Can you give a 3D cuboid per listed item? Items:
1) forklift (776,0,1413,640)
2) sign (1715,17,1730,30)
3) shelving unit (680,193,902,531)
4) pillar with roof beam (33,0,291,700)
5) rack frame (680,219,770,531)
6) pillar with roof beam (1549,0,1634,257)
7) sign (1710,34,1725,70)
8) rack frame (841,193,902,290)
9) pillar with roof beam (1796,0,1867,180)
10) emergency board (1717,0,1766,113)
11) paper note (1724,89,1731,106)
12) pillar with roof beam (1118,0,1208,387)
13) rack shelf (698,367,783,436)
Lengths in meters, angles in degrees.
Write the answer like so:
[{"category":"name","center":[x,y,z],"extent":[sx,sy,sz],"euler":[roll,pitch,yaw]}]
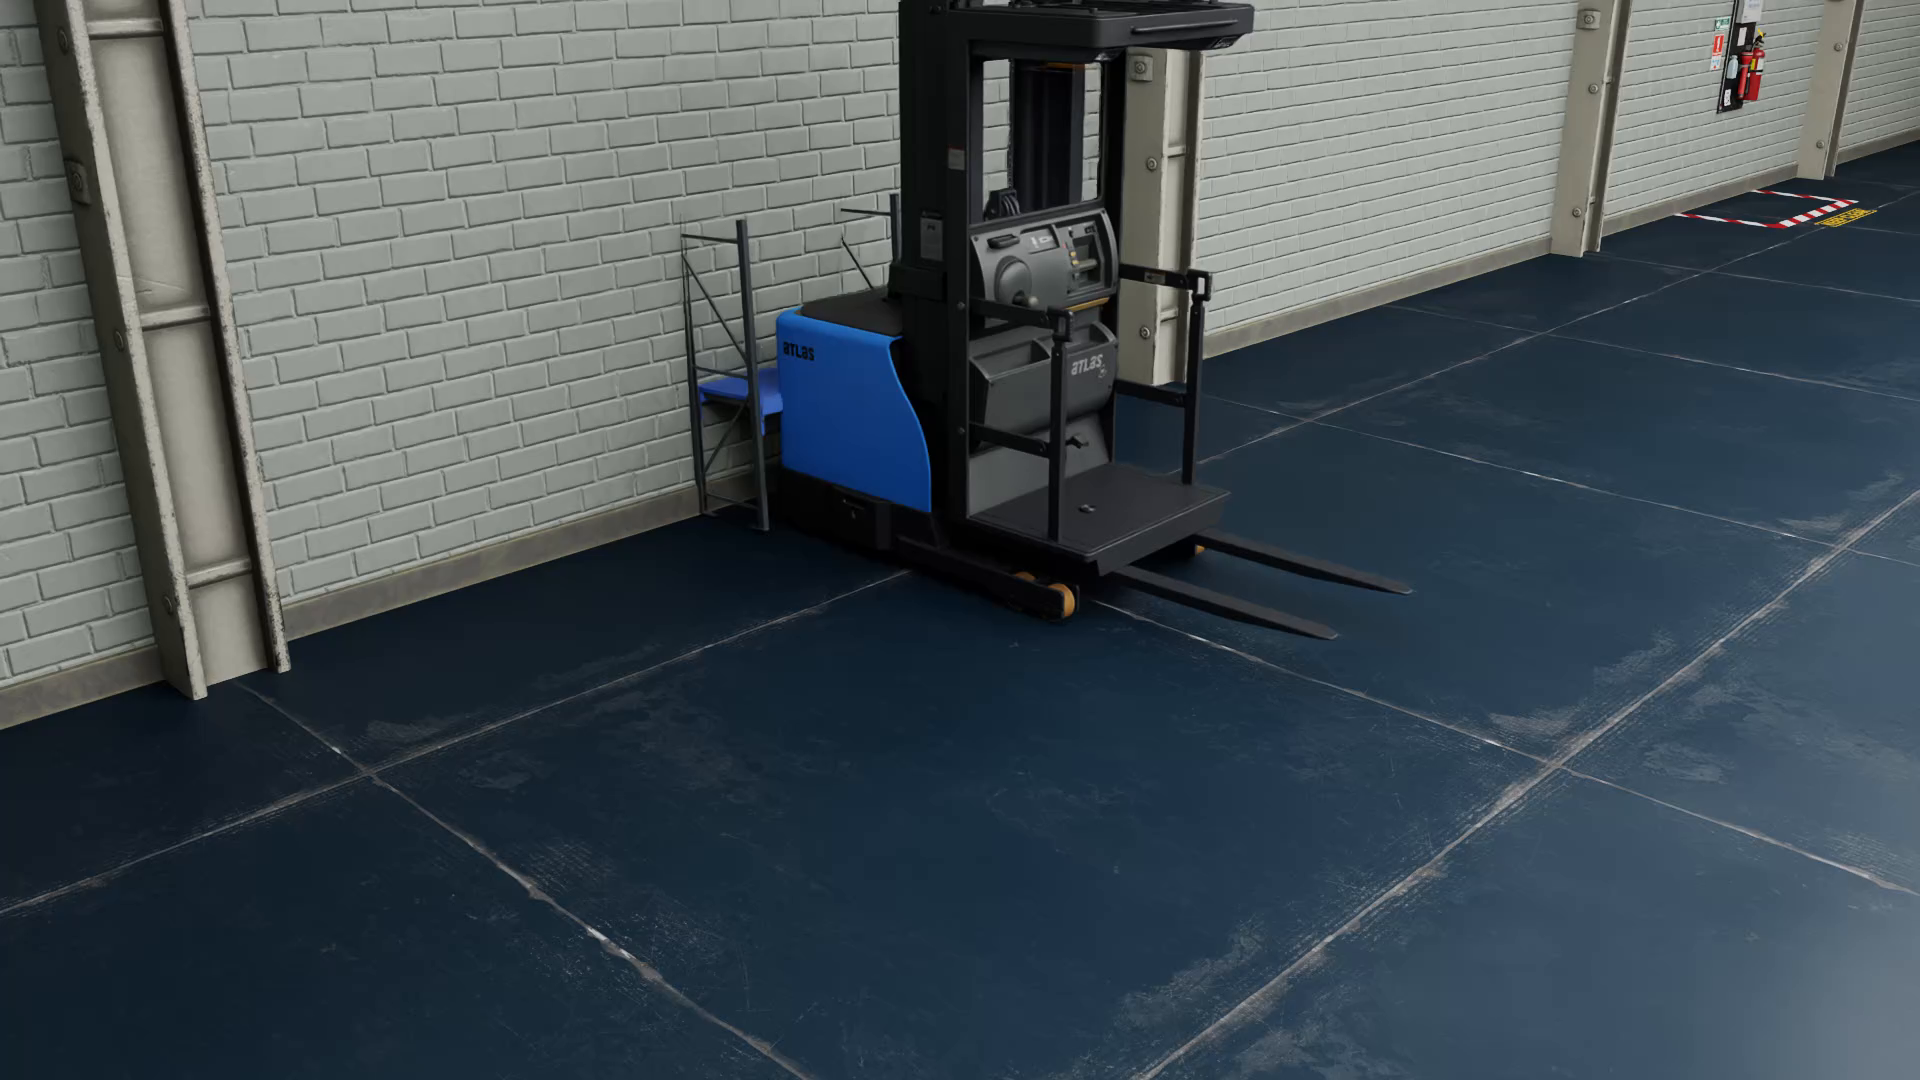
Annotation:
[{"category":"forklift","center":[0.538,-1.227,7.182],"extent":[3.031,2.935,1.130],"euler":[18,27,39]},{"category":"sign","center":[7.408,-5.014,16.151],"extent":[0.001,0.109,0.331],"euler":[19,28,41]},{"category":"shelving unit","center":[-0.811,-0.936,8.366],"extent":[0.538,1.500,1.048],"euler":[14,25,39]},{"category":"pillar with roof beam","center":[0.137,-2.589,2.268],"extent":[9.100,9.000,0.400],"euler":[19,28,41]},{"category":"rack frame","center":[-1.149,-0.802,8.010],"extent":[0.500,1.500,0.032],"euler":[14,25,39]},{"category":"pillar with roof beam","center":[8.509,-5.674,10.293],"extent":[9.100,9.000,0.400],"euler":[19,28,41]},{"category":"sign","center":[7.399,-4.768,16.249],"extent":[0.001,0.329,0.234],"euler":[19,28,41]},{"category":"rack frame","center":[-0.474,-1.070,8.722],"extent":[0.500,1.500,0.032],"euler":[14,25,39]},{"category":"pillar with roof beam","center":[12.694,-7.216,14.306],"extent":[9.100,9.000,0.400],"euler":[19,28,41]},{"category":"emergency board","center":[7.859,-4.868,16.558],"extent":[0.194,1.169,0.643],"euler":[19,28,41]},{"category":"paper note","center":[7.686,-4.428,16.642],"extent":[0.016,0.148,0.142],"euler":[19,28,41]},{"category":"pillar with roof beam","center":[4.323,-4.131,6.280],"extent":[9.100,9.000,0.400],"euler":[19,28,41]},{"category":"rack shelf","center":[-0.806,-0.766,8.424],"extent":[0.538,0.185,1.000],"euler":[14,25,39]}]
